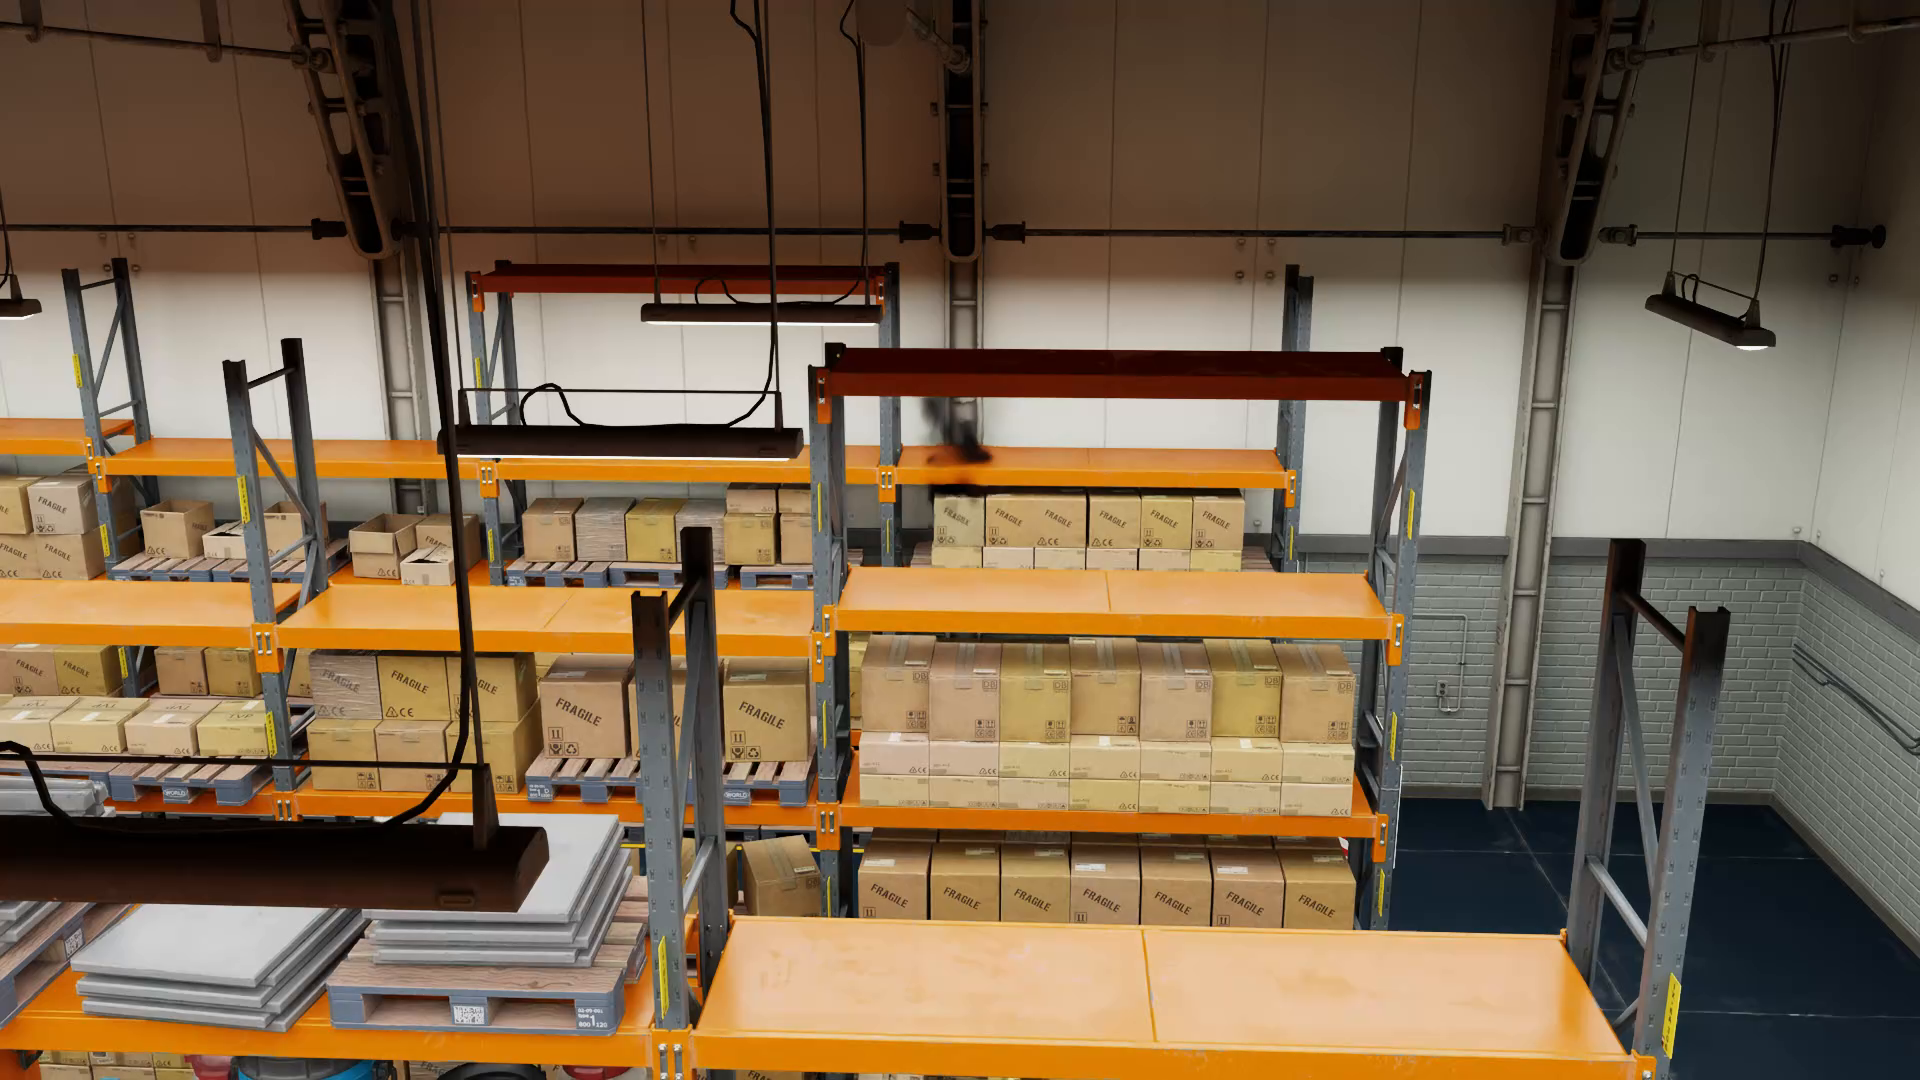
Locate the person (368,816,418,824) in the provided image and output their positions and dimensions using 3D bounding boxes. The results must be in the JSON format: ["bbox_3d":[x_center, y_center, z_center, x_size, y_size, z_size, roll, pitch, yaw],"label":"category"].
[{"bbox_3d":[-5.329,2.953,15.417,0.624,1.655,0.593,-2,16,-8],"label":"person"}]
